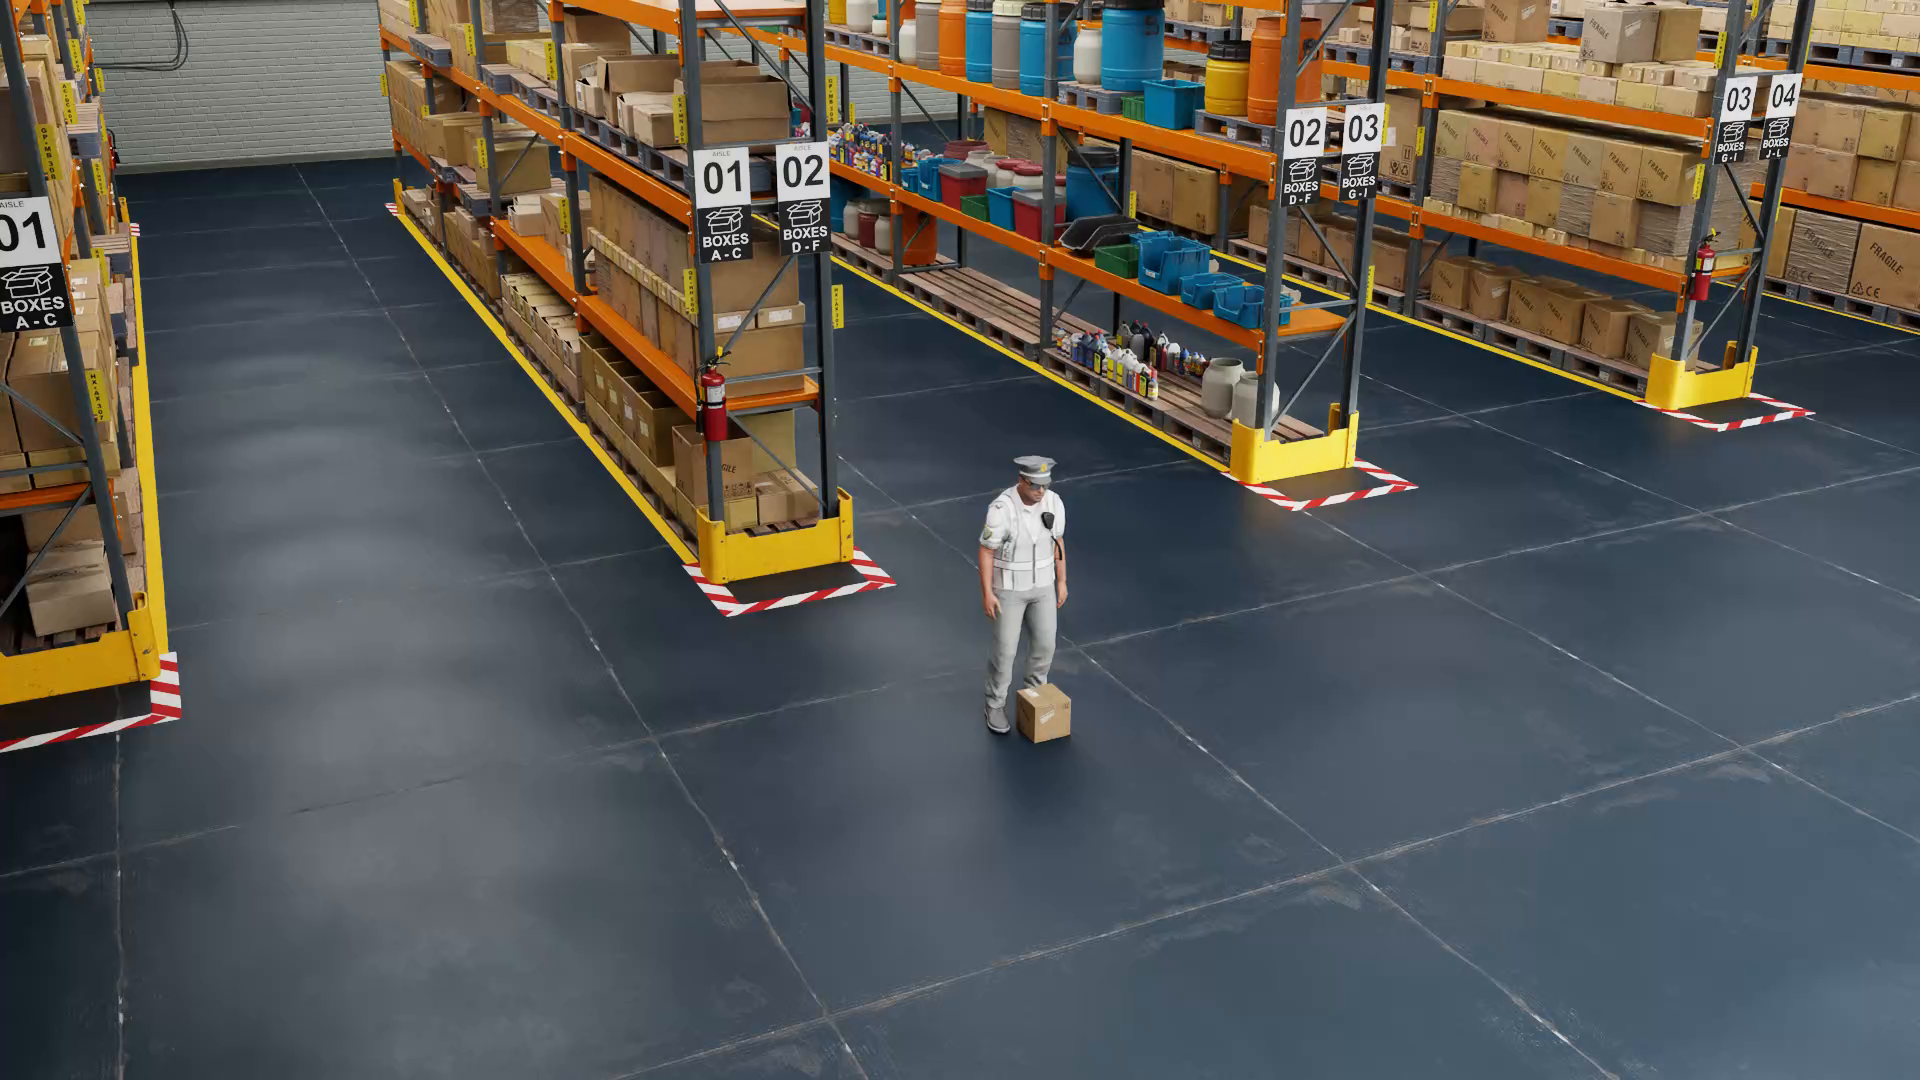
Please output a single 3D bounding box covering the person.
[{"bbox_3d":[0.388,0.291,10.295,0.586,1.745,0.439,-10,24,-23],"label":"person"}]
